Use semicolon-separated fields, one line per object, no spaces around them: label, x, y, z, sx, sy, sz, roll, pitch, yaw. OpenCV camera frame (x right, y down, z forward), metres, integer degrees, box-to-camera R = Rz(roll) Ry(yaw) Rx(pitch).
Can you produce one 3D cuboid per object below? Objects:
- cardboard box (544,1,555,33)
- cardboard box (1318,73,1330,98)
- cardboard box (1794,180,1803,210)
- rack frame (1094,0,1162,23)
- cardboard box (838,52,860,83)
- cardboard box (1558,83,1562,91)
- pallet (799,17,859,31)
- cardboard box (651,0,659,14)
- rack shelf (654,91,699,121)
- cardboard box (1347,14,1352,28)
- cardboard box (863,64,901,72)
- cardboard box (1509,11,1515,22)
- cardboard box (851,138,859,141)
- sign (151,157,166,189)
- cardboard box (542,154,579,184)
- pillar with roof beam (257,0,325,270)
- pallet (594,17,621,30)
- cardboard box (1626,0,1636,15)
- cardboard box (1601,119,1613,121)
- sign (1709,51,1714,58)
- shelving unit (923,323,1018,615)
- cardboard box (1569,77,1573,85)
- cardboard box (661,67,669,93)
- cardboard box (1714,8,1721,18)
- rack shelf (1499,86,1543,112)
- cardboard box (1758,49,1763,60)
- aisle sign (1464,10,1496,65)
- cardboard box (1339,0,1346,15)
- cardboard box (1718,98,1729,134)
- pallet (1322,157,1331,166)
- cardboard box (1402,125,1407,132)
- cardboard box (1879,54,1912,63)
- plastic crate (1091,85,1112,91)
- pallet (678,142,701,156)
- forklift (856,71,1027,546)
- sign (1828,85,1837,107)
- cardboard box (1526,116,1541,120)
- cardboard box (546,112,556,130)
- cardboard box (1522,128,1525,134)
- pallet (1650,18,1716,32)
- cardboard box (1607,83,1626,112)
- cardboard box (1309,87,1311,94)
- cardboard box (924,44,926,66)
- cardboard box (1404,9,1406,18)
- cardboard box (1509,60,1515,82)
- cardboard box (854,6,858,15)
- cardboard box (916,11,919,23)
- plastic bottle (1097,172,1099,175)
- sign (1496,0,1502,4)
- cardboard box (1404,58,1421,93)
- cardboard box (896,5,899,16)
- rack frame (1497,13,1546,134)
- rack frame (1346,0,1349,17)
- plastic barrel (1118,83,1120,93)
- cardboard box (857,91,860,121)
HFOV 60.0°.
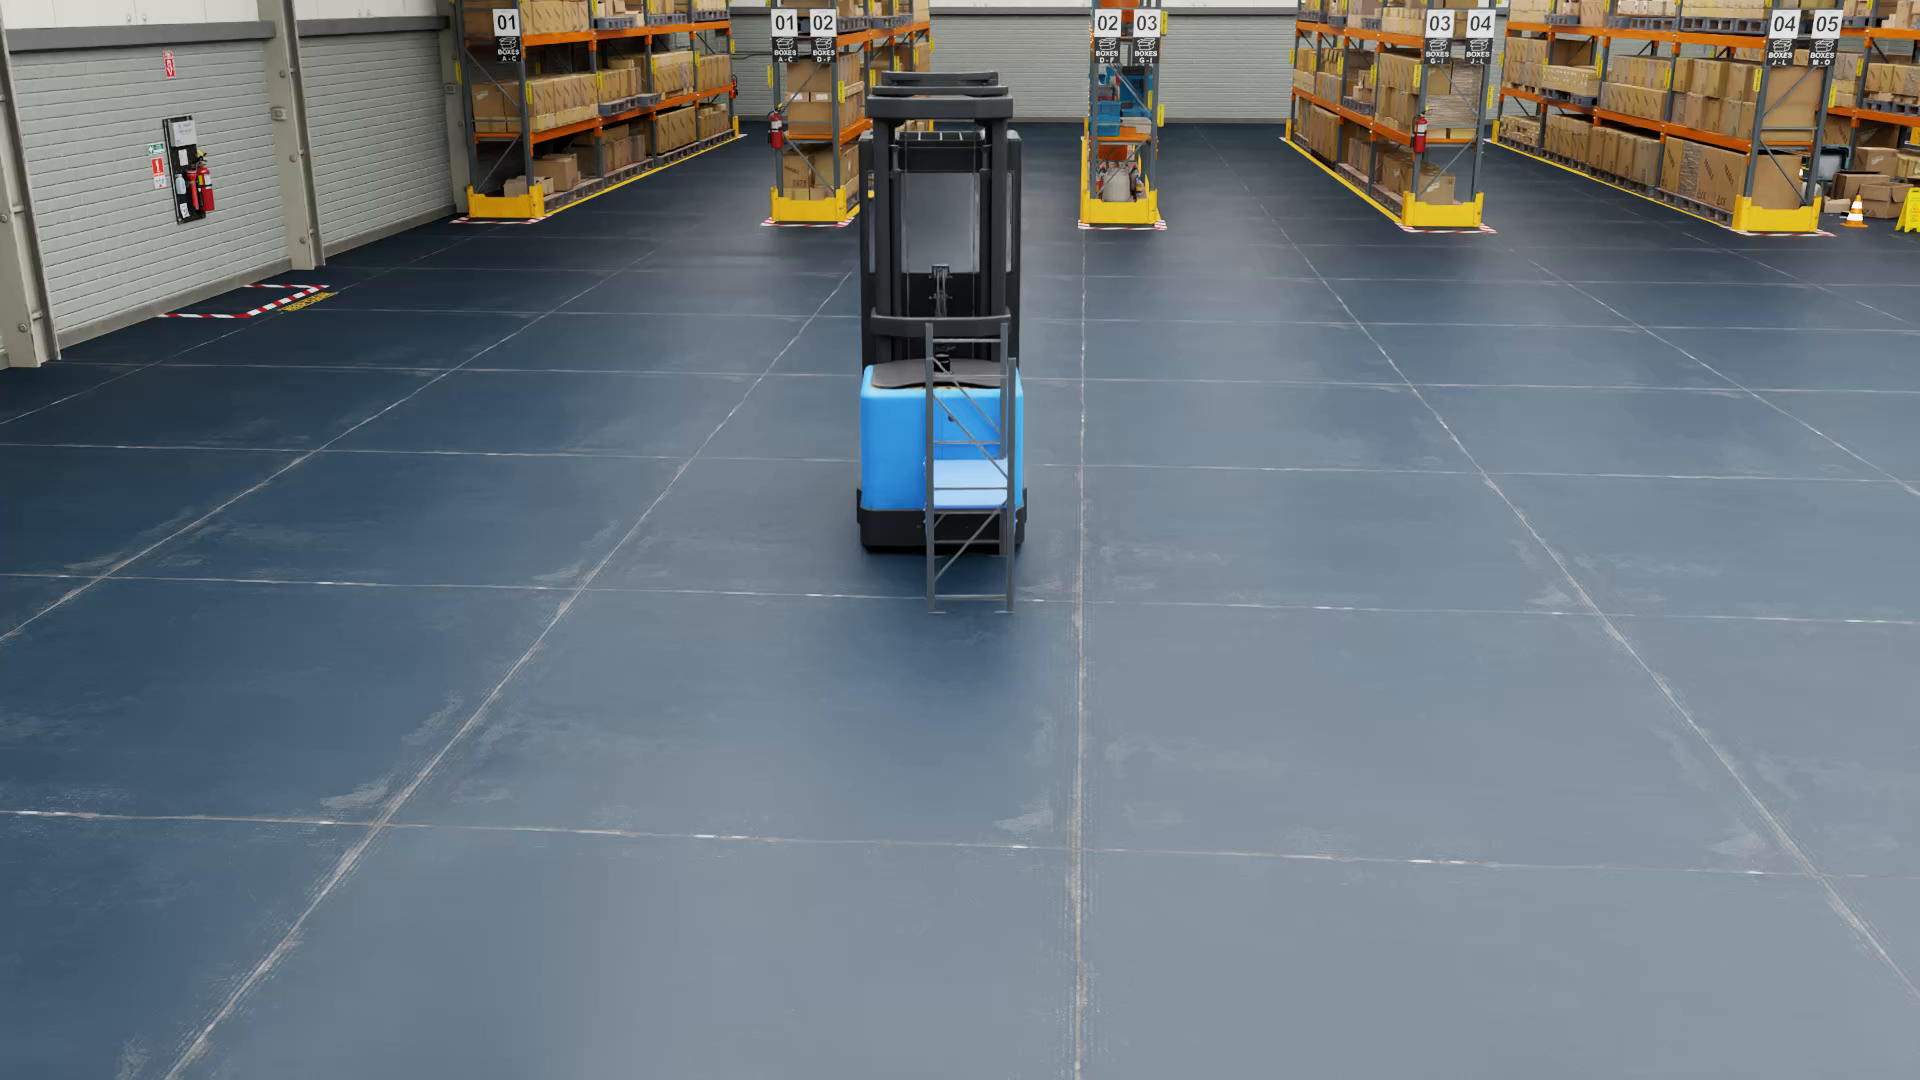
cardboard box;-6.960;-8.551;27.193;0.500;0.500;0.500;2;18;6
cardboard box;8.024;-9.792;35.830;0.500;0.500;0.500;1;18;4
cardboard box;13.620;-5.720;27.573;0.500;0.500;0.500;4;19;13
rack frame;2.541;-9.273;24.771;1.000;3.000;0.127;1;18;4
cardboard box;-2.138;-8.302;29.199;0.700;0.500;0.500;1;18;4
cardboard box;12.706;-9.459;34.701;0.380;0.149;0.250;1;18;3
pallet;-2.238;-8.516;27.420;1.003;0.211;1.213;1;18;4
cardboard box;-6.751;-11.299;34.904;0.700;0.500;0.500;2;18;7
rack shelf;-6.624;-9.407;35.970;1.077;0.370;4.000;1;18;4
cardboard box;7.767;-10.010;32.078;0.500;0.250;0.500;2;18;5
cardboard box;-1.637;-9.743;35.006;0.700;0.500;0.500;5;19;14
cardboard box;13.281;-12.359;39.247;0.500;0.250;0.500;2;18;6
cardboard box;-2.224;-7.700;32.446;0.500;0.311;0.500;1;18;2
sign;-8.941;-4.097;18.553;0.001;0.329;0.234;1;18;4
cardboard box;-7.088;-6.583;29.505;0.500;0.500;0.500;0;18;0
pillar with roof beam;-4.289;-7.771;20.188;9.100;9.000;0.400;1;18;4
pallet;-6.903;-9.411;30.311;1.213;0.211;1.003;1;18;4
cardboard box;12.687;-9.880;30.846;0.500;0.250;0.500;2;18;5
cardboard box;13.370;-8.542;34.309;0.500;0.250;0.500;1;18;4
sign;17.960;-11.523;39.754;0.100;0.325;0.005;1;18;4
shelving unit;0.050;-0.445;9.871;0.538;1.500;1.048;0;18;-1
cardboard box;12.648;-9.359;33.919;0.380;0.149;0.250;1;18;4
cardboard box;-6.430;-9.634;34.836;0.500;0.500;0.500;2;18;6
cardboard box;12.234;-8.387;26.452;0.380;0.149;0.250;2;18;5
rack shelf;13.425;-10.176;38.315;1.077;0.370;4.000;1;18;4
cardboard box;18.029;-10.650;36.841;0.500;0.500;0.500;1;18;3
aisle sign;7.776;-7.521;24.883;0.394;0.787;0.004;1;18;4
cardboard box;8.001;-10.930;33.809;0.500;0.500;0.500;2;18;7
cardboard box;12.586;-6.699;26.310;0.875;0.550;0.550;1;18;4
pallet;8.277;-8.092;35.280;1.003;0.211;1.213;1;18;4
cardboard box;7.369;-6.674;26.877;0.380;0.149;0.250;1;18;4
cardboard box;18.219;-9.245;32.555;0.500;0.500;0.500;1;18;2
plastic crate;2.693;-8.442;31.767;0.402;0.464;0.583;1;18;4
pallet;-6.460;-8.804;37.451;1.003;0.211;1.213;1;18;4
forklift;-0.138;-1.759;11.584;1.130;2.935;3.031;0;18;-1
sign;12.974;-6.604;24.743;0.100;0.325;0.005;1;18;4
cardboard box;13.708;-10.019;39.632;0.380;0.149;0.250;2;18;5
cardboard box;-6.966;-6.887;27.334;0.500;0.250;0.500;1;18;2
cardboard box;13.149;-9.393;38.199;0.380;0.149;0.250;0;18;1
pallet;12.724;-9.032;29.160;0.805;0.209;1.217;1;18;2
cardboard box;12.660;-8.410;31.612;0.500;0.500;0.500;1;18;3
cardboard box;8.055;-10.101;37.336;0.380;0.149;0.250;2;18;5
cardboard box;-1.078;-11.563;39.629;0.500;0.500;0.500;2;18;5
cardboard box;7.397;-8.517;26.881;0.380;0.149;0.250;2;18;5
cardboard box;13.247;-11.027;39.121;0.500;0.500;0.500;1;18;4
cardboard box;-1.926;-8.967;28.160;0.380;0.149;0.250;1;18;4
cardboard box;-1.217;-11.916;37.894;0.500;0.250;0.500;1;18;4
plastic bottle;2.369;-6.230;28.795;0.097;0.271;0.097;0;18;0
sign;8.022;-8.140;24.727;0.100;0.325;0.005;1;18;4
cardboard box;7.304;-7.307;26.162;0.500;0.500;0.500;1;18;4
cardboard box;-1.754;-10.947;34.538;0.910;0.500;0.500;1;18;4
rack frame;13.568;-11.139;40.099;1.000;3.000;0.127;1;18;4
rack frame;8.055;-11.647;32.016;1.000;3.000;0.127;1;18;4
plastic barrel;3.199;-8.383;31.472;0.433;0.535;0.433;0;18;0
cardboard box;-2.138;-7.686;29.401;0.700;0.500;0.500;1;18;2
